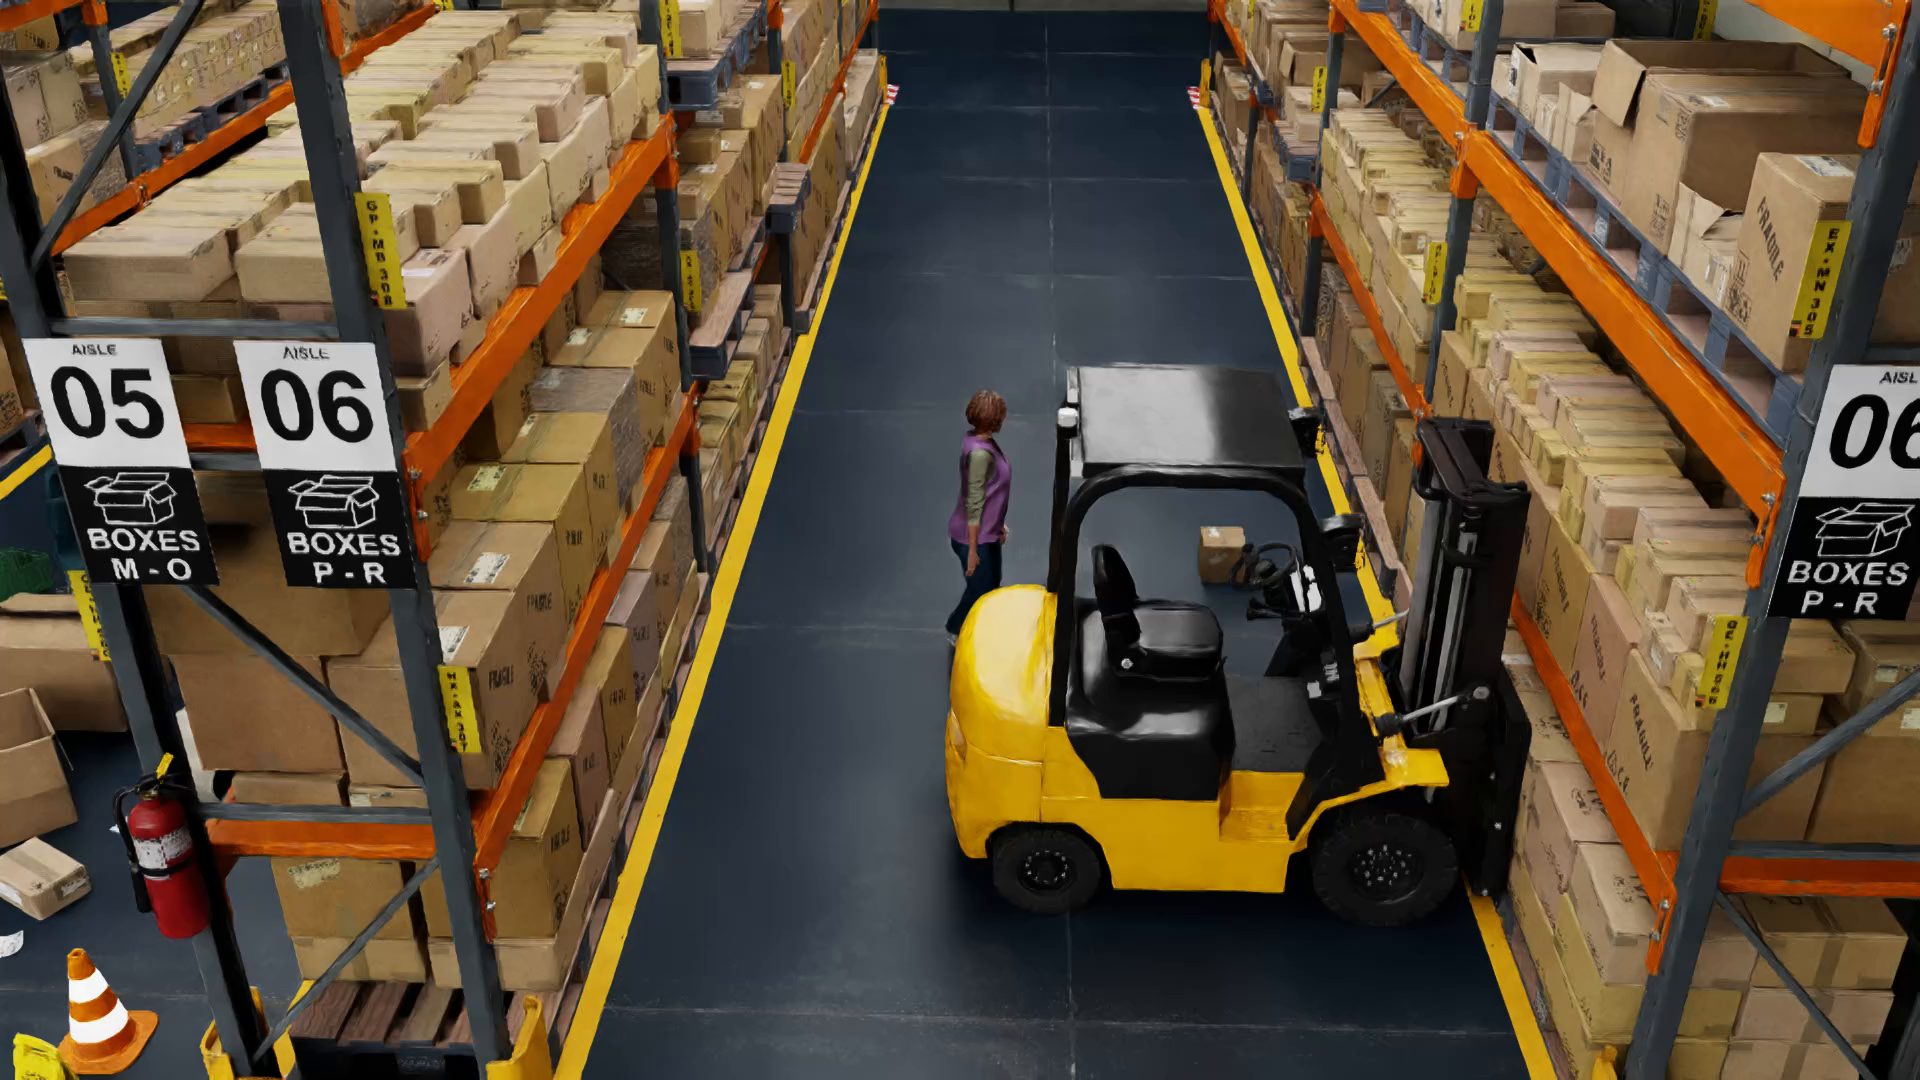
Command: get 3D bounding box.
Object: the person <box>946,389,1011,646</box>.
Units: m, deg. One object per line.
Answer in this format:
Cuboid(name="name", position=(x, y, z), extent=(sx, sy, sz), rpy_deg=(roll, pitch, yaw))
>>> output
Cuboid(name="person", position=(0.127, -0.004, 8.658), extent=(0.495, 1.578, 0.550), rpy_deg=(6, 29, 10))
